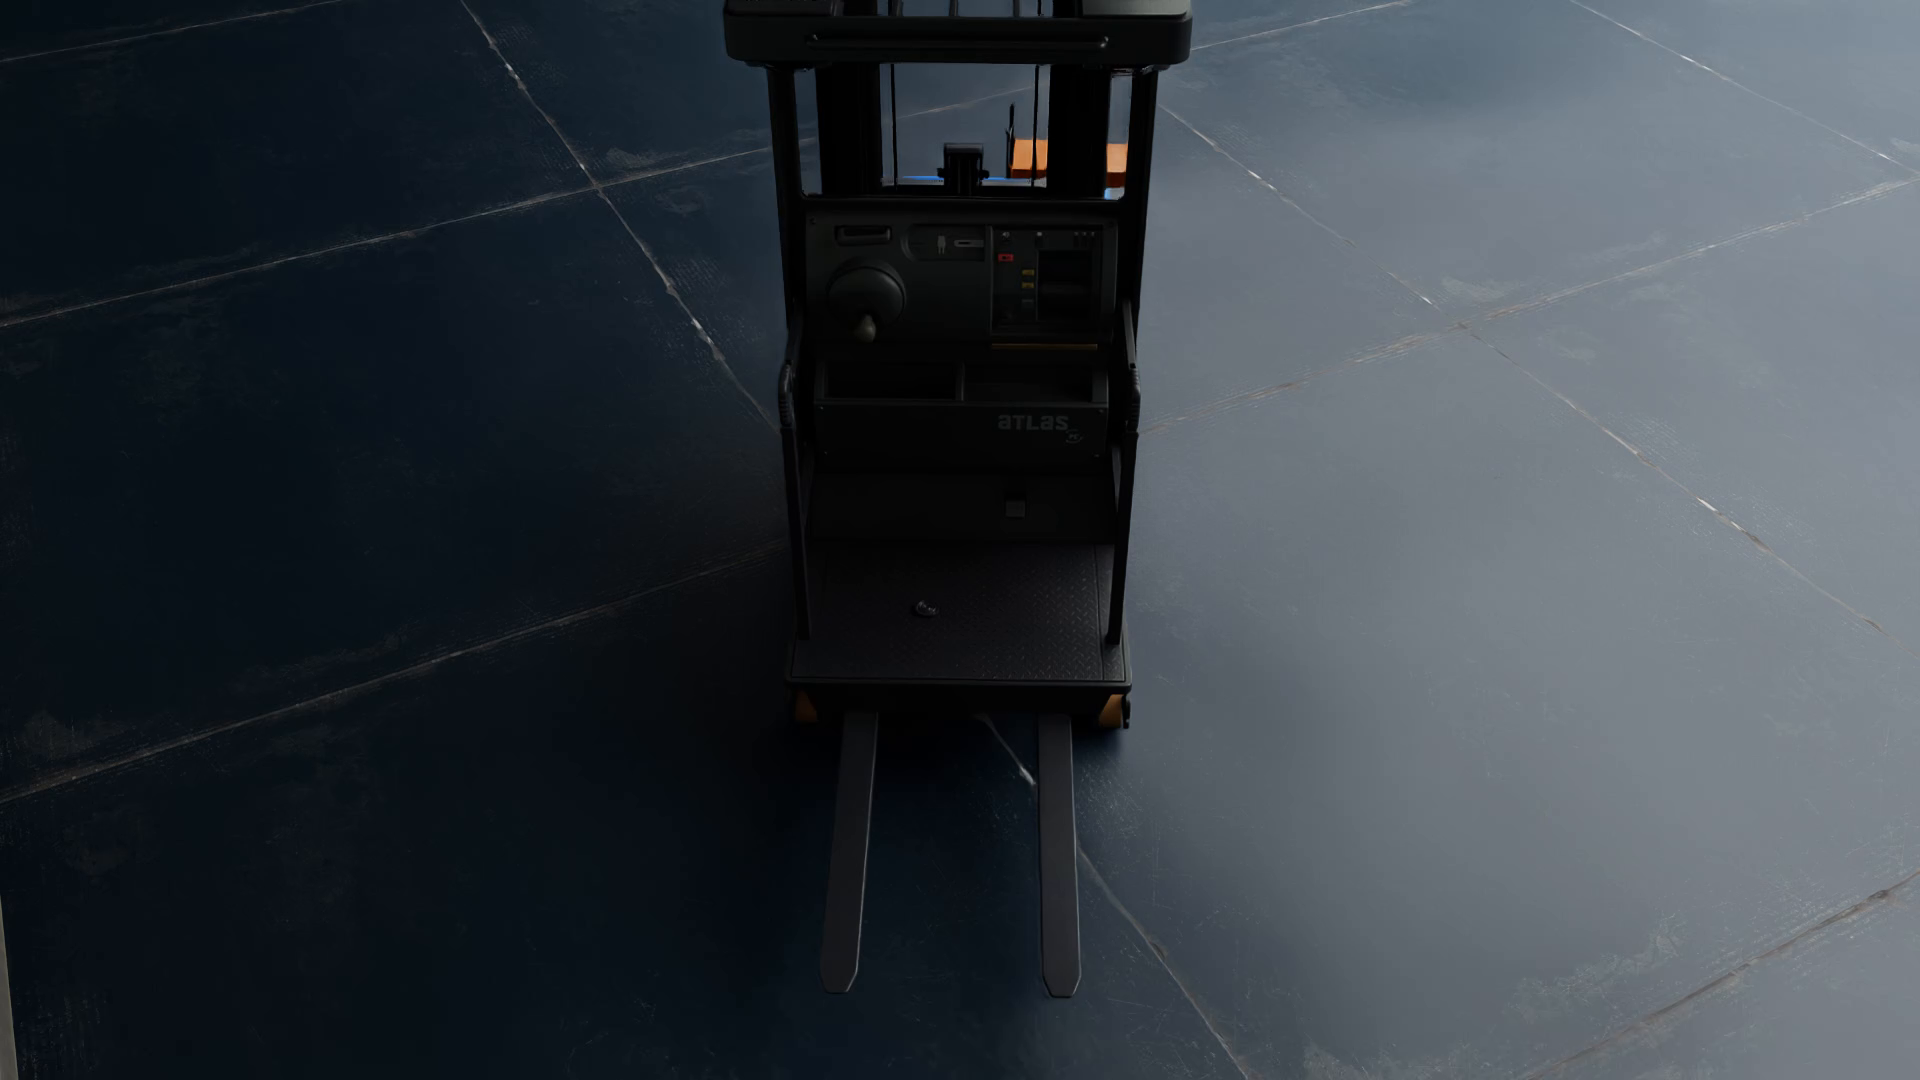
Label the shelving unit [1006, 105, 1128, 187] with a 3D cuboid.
[{"bbox_3d":[0.433,-1.112,6.631,0.503,1.200,0.258,3,39,3],"label":"shelving unit"}]

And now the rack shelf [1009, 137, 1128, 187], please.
[{"bbox_3d":[0.434,-1.416,6.382,0.480,0.148,0.258,3,39,3],"label":"rack shelf"}]

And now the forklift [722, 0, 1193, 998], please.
[{"bbox_3d":[0.002,-0.706,4.815,1.130,2.935,3.031,1,40,1],"label":"forklift"}]

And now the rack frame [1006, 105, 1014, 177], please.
[{"bbox_3d":[0.190,-1.123,6.644,0.015,1.200,0.240,3,39,3],"label":"rack frame"}]
